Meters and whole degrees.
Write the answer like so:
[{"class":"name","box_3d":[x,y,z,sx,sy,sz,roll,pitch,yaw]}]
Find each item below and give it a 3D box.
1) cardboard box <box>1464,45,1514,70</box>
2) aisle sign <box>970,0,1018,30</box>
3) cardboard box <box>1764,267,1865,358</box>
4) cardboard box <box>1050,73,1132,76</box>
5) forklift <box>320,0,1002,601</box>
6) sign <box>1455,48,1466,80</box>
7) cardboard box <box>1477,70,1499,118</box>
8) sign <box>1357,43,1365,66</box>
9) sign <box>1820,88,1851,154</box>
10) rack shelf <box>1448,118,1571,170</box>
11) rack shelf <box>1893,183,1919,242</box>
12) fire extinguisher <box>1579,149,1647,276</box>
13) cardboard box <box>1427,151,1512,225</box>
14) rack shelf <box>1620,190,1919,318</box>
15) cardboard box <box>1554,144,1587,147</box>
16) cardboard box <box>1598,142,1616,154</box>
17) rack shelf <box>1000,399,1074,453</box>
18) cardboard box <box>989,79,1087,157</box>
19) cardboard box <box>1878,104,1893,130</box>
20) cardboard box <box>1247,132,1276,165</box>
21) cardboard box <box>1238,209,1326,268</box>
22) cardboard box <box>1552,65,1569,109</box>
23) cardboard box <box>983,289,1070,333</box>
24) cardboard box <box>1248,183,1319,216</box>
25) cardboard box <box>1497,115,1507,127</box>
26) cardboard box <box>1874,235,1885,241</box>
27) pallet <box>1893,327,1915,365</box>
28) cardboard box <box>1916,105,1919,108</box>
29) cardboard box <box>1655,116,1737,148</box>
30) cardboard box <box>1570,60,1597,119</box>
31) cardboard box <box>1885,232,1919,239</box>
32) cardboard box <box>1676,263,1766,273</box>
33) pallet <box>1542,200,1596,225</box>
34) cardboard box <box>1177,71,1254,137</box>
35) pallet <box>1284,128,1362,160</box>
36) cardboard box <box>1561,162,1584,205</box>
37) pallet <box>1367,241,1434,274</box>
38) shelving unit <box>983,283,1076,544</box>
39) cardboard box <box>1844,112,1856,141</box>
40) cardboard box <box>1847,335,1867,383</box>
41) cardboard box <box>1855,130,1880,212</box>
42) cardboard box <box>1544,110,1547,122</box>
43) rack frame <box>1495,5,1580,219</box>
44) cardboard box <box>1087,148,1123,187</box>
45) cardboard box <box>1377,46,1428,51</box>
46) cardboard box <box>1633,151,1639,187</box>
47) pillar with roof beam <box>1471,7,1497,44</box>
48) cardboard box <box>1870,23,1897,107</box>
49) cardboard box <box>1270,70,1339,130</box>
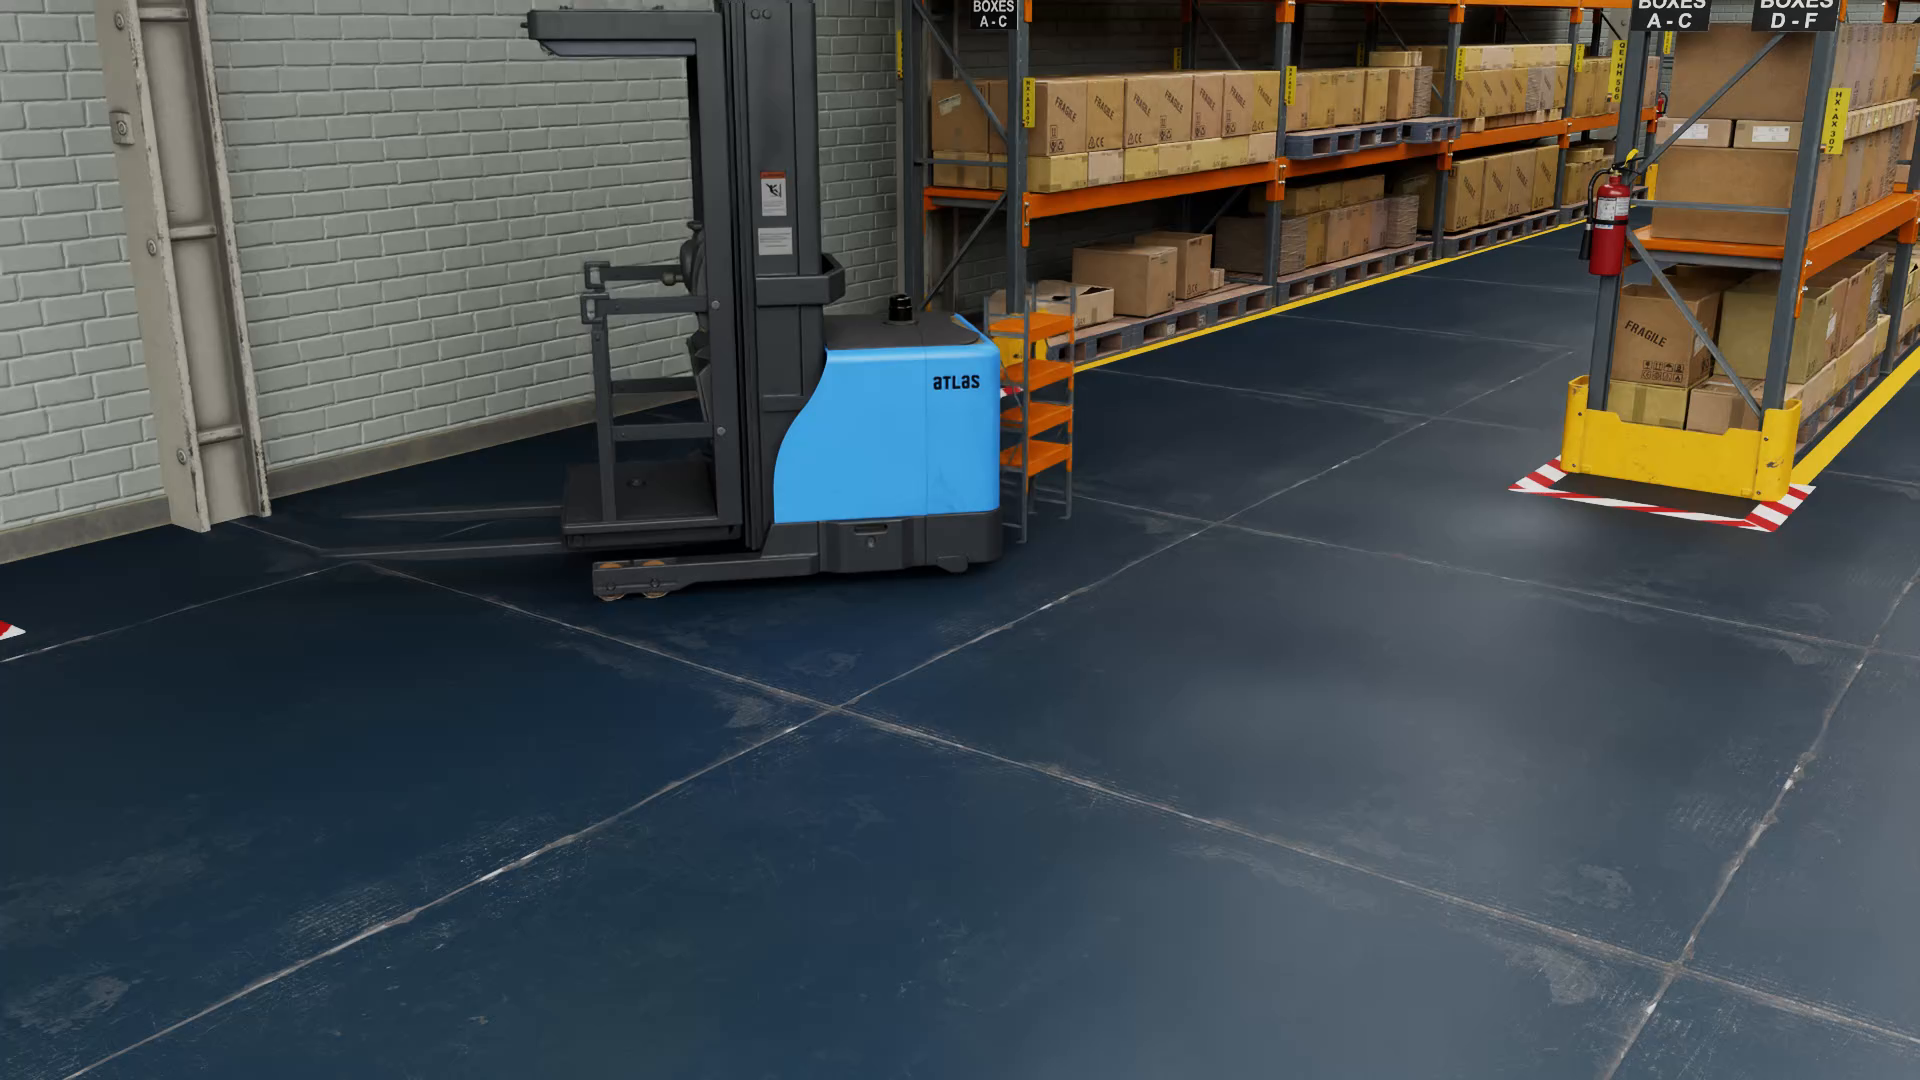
[{"class":"cardboard box","box_3d":[5.887,-5.427,18.694,0.500,0.250,0.500,13,21,35]},{"class":"aisle sign","box_3d":[0.227,-3.825,11.120,0.394,0.787,0.004,12,21,35]},{"class":"cardboard box","box_3d":[5.403,-1.470,10.583,0.500,0.500,0.500,12,21,35]},{"class":"cardboard box","box_3d":[1.051,-3.462,13.288,0.500,0.500,0.500,13,21,35]},{"class":"forklift","box_3d":[-1.374,-1.300,7.487,3.031,2.935,1.130,-3,18,-11]},{"class":"sign","box_3d":[5.237,-4.981,17.406,0.100,0.325,0.005,12,21,35]},{"class":"cardboard box","box_3d":[5.610,-4.952,18.429,0.500,0.500,0.500,13,22,36]},{"class":"sign","box_3d":[4.347,-5.209,18.009,0.100,0.325,0.005,12,21,35]},{"class":"sign","box_3d":[4.451,-2.131,8.455,0.100,0.325,0.005,12,21,35]},{"class":"rack shelf","box_3d":[5.987,-4.692,19.508,1.077,0.370,4.000,12,21,35]},{"class":"rack shelf","box_3d":[7.584,-2.865,13.624,1.077,0.370,4.000,12,21,35]},{"class":"fire extinguisher","box_3d":[3.566,-1.796,9.101,0.296,0.674,0.183,12,21,35]},{"class":"cardboard box","box_3d":[5.866,-4.093,19.281,0.750,0.750,0.750,12,21,34]},{"class":"rack shelf","box_3d":[5.201,-1.912,10.556,1.077,0.370,4.000,12,21,35]},{"class":"cardboard box","box_3d":[8.385,-5.360,22.858,0.380,0.149,0.250,13,21,35]},{"class":"cardboard box","box_3d":[9.143,-5.473,23.223,0.380,0.149,0.250,13,22,36]},{"class":"rack shelf","box_3d":[0.343,-0.571,8.288,0.258,0.148,0.480,10,20,29]},{"class":"cardboard box","box_3d":[0.554,-3.010,11.835,0.500,0.500,0.500,12,21,35]},{"class":"cardboard box","box_3d":[5.795,-2.745,10.762,0.380,0.149,0.250,12,21,34]},{"class":"cardboard box","box_3d":[2.373,-3.378,14.283,0.500,0.250,0.500,12,21,35]},{"class":"cardboard box","box_3d":[3.105,-2.933,16.104,0.700,0.500,0.500,12,21,34]},{"class":"cardboard box","box_3d":[7.106,-5.557,20.376,0.500,0.500,0.500,12,21,34]},{"class":"cardboard box","box_3d":[0.513,-1.729,12.544,0.500,0.311,0.500,10,20,29]},{"class":"cardboard box","box_3d":[3.097,-3.265,15.907,0.500,0.250,0.500,12,21,34]},{"class":"cardboard box","box_3d":[6.083,-4.853,19.205,0.380,0.149,0.250,13,21,35]},{"class":"cardboard box","box_3d":[7.616,-2.519,14.281,0.500,0.311,0.500,12,21,33]},{"class":"pallet","box_3d":[6.800,-1.583,12.984,1.003,0.211,1.213,12,21,35]},{"class":"cardboard box","box_3d":[7.789,-3.330,13.740,0.500,0.500,0.500,11,20,32]},{"class":"cardboard box","box_3d":[4.084,-2.261,9.206,0.380,0.149,0.250,12,21,34]},{"class":"cardboard box","box_3d":[7.515,-5.781,21.297,0.980,0.700,0.700,13,21,36]},{"class":"cardboard box","box_3d":[8.054,-2.427,13.984,0.500,0.311,0.500,12,21,34]},{"class":"cardboard box","box_3d":[4.973,-1.565,10.888,0.500,0.500,0.500,12,21,35]},{"class":"pallet","box_3d":[7.694,-4.347,21.887,1.003,0.211,1.213,12,21,35]},{"class":"cardboard box","box_3d":[2.086,-3.615,13.783,0.500,0.500,0.500,12,21,34]},{"class":"pallet","box_3d":[2.984,-3.671,15.331,1.003,0.211,1.213,12,21,35]},{"class":"cardboard box","box_3d":[7.706,-4.679,21.759,0.700,0.500,0.500,13,21,35]},{"class":"pallet","box_3d":[4.328,-3.042,17.682,1.003,0.211,1.213,12,21,35]},{"class":"shelving unit","box_3d":[0.343,-0.636,8.268,0.258,1.200,0.503,10,20,29]},{"class":"cardboard box","box_3d":[5.030,-2.438,9.776,0.380,0.149,0.250,12,21,33]},{"class":"cardboard box","box_3d":[5.700,-1.231,11.079,0.500,0.250,0.500,12,21,35]},{"class":"cardboard box","box_3d":[5.522,-2.427,10.834,0.700,0.500,0.500,13,21,35]},{"class":"cardboard box","box_3d":[6.883,-5.153,20.169,0.380,0.149,0.250,13,22,36]},{"class":"rack frame","box_3d":[7.179,-5.512,20.935,1.000,3.000,0.127,12,21,35]},{"class":"cardboard box","box_3d":[0.872,-2.778,12.351,0.500,0.250,0.500,12,21,33]},{"class":"cardboard box","box_3d":[4.857,-5.270,18.189,0.500,0.250,0.500,13,22,36]},{"class":"cardboard box","box_3d":[9.225,-5.287,23.718,0.700,0.500,0.500,12,21,35]},{"class":"pillar with roof beam","box_3d":[10.358,-7.936,18.625,9.100,9.000,0.400,12,21,35]},{"class":"cardboard box","box_3d":[5.534,-3.053,10.660,0.700,0.500,0.500,12,21,35]},{"class":"cardboard box","box_3d":[3.081,-4.111,15.515,0.700,0.500,0.500,15,23,40]}]
